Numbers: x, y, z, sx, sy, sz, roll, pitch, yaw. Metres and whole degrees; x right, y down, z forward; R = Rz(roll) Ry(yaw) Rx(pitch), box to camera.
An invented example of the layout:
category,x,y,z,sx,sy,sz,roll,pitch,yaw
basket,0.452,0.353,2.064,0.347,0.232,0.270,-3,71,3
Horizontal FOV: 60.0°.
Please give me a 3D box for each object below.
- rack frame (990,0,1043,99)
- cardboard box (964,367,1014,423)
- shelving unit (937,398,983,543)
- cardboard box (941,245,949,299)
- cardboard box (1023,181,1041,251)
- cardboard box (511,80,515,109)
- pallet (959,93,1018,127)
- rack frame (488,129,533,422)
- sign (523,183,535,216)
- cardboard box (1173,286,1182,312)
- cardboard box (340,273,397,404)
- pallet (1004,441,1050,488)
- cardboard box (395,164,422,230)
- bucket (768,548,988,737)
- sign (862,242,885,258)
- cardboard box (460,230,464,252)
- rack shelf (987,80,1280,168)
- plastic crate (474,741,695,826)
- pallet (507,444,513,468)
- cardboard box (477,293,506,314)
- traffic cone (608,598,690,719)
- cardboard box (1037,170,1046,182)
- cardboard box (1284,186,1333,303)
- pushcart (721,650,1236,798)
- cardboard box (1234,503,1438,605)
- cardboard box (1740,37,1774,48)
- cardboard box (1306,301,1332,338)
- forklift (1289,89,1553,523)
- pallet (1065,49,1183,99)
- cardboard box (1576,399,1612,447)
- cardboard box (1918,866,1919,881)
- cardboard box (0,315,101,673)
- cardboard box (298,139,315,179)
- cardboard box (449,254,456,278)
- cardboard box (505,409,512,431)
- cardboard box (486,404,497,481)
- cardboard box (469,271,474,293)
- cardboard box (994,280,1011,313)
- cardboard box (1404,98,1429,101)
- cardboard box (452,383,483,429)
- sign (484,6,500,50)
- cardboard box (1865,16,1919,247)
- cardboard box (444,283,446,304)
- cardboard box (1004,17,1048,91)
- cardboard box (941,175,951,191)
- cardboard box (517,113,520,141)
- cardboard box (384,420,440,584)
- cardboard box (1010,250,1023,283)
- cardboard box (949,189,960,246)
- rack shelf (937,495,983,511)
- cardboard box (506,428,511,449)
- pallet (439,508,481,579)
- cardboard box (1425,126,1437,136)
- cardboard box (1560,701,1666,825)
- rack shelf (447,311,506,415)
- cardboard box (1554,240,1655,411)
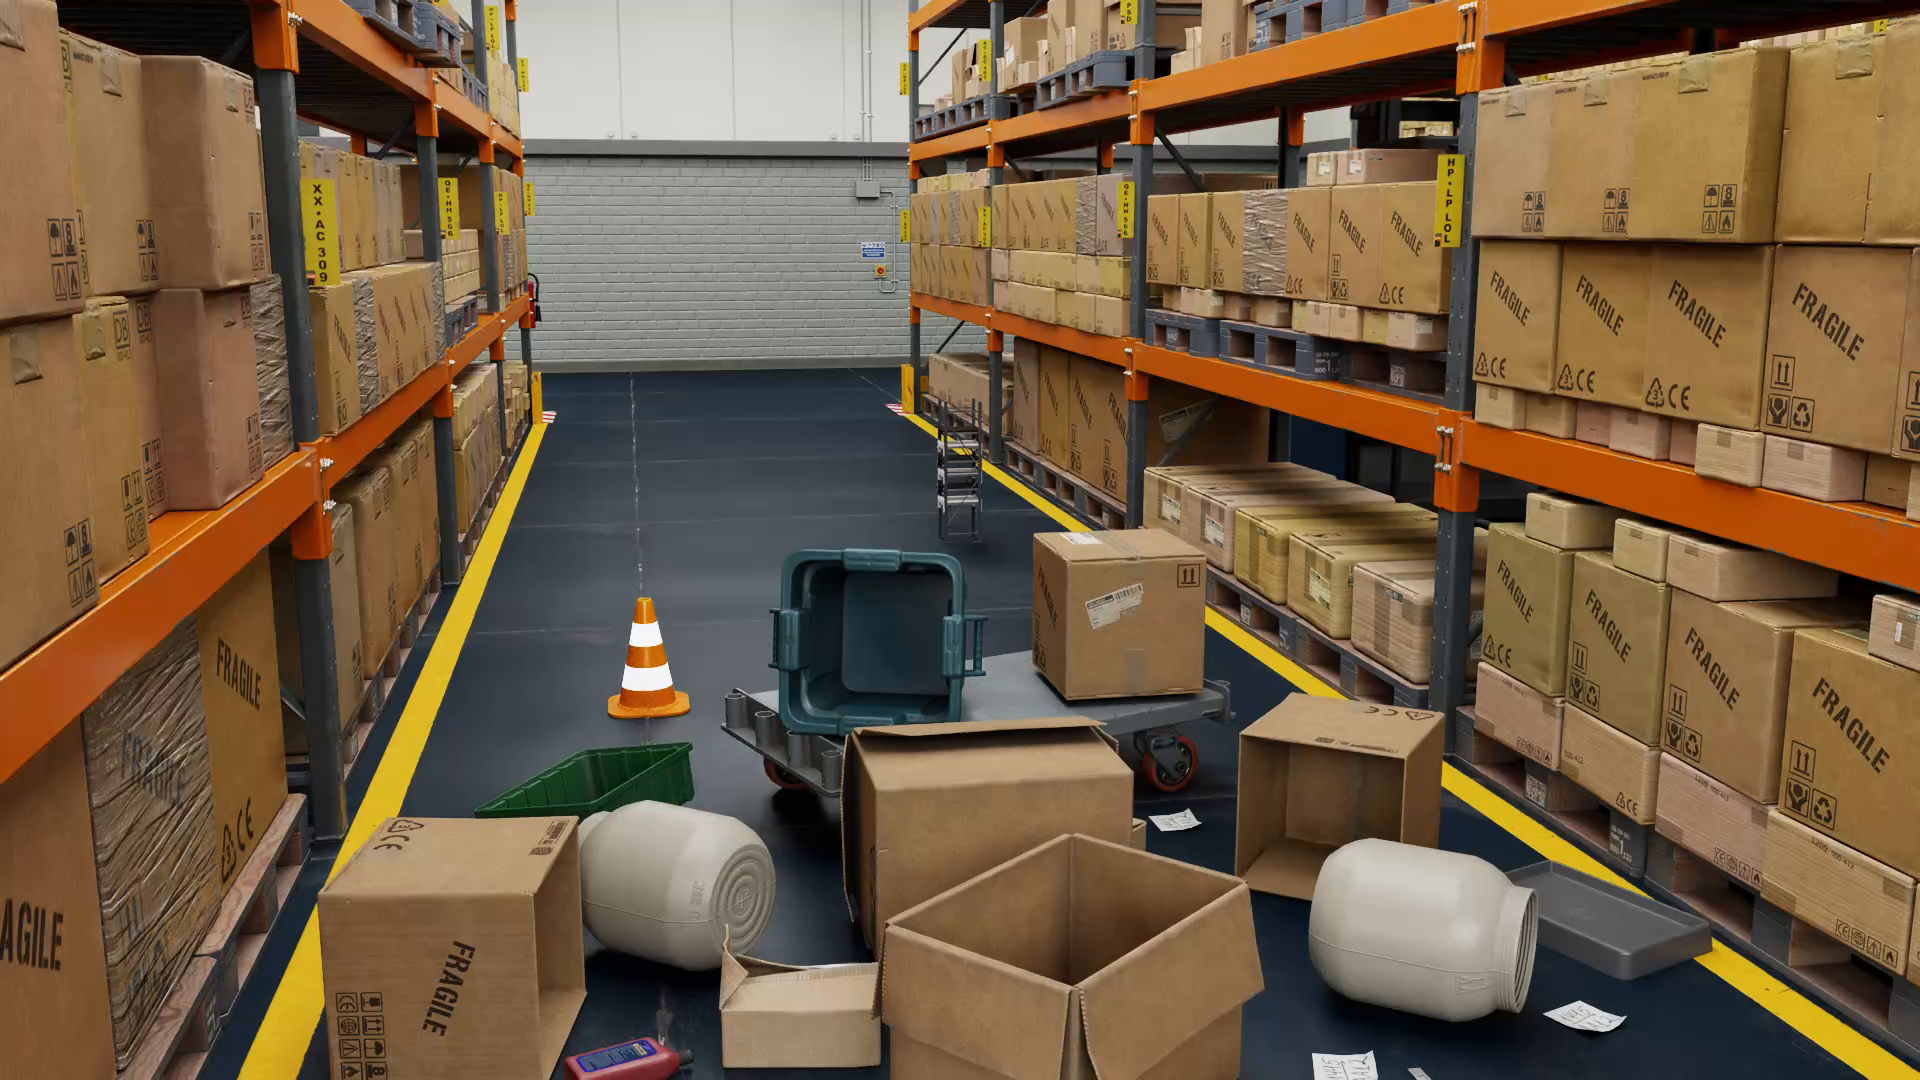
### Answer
category,x,y,z,sx,sy,sz,roll,pitch,yaw
rack frame,0.747,-5.085,13.343,1.000,3.000,0.127,-2,11,-11
cardboard box,0.555,-1.368,15.593,0.875,0.438,0.875,-2,11,-13
shelving unit,-0.002,-0.444,10.620,0.258,0.900,0.210,-2,11,-11
cardboard box,0.101,-2.545,15.777,0.500,0.500,0.500,-2,11,-9
cardboard box,0.772,-2.402,12.354,0.500,0.500,0.500,-2,11,-12
cardboard box,-4.427,-4.149,15.515,0.500,0.250,0.500,-2,11,-13
pallet,0.598,-3.718,14.423,1.003,0.211,1.213,-2,11,-11
rack frame,-4.867,-2.673,16.716,1.000,3.000,0.127,-2,11,-11
sign,-4.319,-3.413,16.665,0.100,0.325,0.005,-2,11,-11
cardboard box,1.428,-1.367,9.407,0.380,0.149,0.250,-3,11,-15
cardboard box,-2.565,-0.811,6.670,0.500,0.500,0.500,-2,11,-11
pallet,0.971,-0.629,13.436,1.003,0.211,1.213,-2,11,-11
cardboard box,-4.446,-2.702,13.132,0.500,0.500,0.500,-3,11,-13
bucket,-0.245,0.331,5.626,0.726,0.611,0.620,2,1,9
sign,-1.210,-4.047,23.212,0.327,0.218,0.001,-2,11,-11
cardboard box,-3.622,-2.058,11.442,0.380,0.149,0.250,-2,11,-13
rack shelf,1.136,-2.891,11.764,1.077,0.370,4.000,-2,11,-11
plastic crate,-1.214,0.866,5.493,0.450,0.188,0.662,-7,8,20
pallet,-4.254,-0.691,13.762,1.003,0.211,1.213,-2,11,-11
cardboard box,-3.823,-1.879,13.220,0.380,0.149,0.250,-2,11,-9
traffic cone,-1.313,0.474,6.970,0.336,0.463,0.334,-2,11,-11
cardboard box,0.874,-3.110,14.339,0.380,0.149,0.250,-2,11,-10
cardboard box,1.796,-1.334,7.496,0.500,0.500,0.500,-2,11,-9
pushcart,0.076,0.710,5.957,1.648,0.377,0.936,-6,13,-31
cardboard box,1.918,0.059,8.269,0.950,0.372,0.625,-2,11,-9
cardboard box,5.835,-3.571,11.953,0.380,0.149,0.250,-2,11,-12
cardboard box,1.760,-0.979,7.367,0.380,0.149,0.250,-2,11,-11
forklift,3.108,-1.429,10.363,1.130,2.935,3.031,-2,11,-10
pallet,1.348,-2.901,10.397,1.213,0.211,1.003,-2,11,-8
cardboard box,2.231,-0.385,5.371,0.380,0.149,0.250,-2,11,-11
cardboard box,2.564,0.606,3.713,0.500,0.500,0.500,-2,11,-9
cardboard box,-1.986,-0.086,2.722,0.875,0.550,0.550,-2,11,-11
cardboard box,-2.737,-1.197,6.022,0.700,0.500,0.500,-2,11,-12
cardboard box,-3.460,-1.766,10.708,0.380,0.149,0.250,-2,11,-12
cardboard box,-3.846,-0.969,13.471,0.380,0.149,0.250,-2,11,-8
cardboard box,-3.599,-0.697,11.896,0.500,0.500,0.500,-2,11,-12
cardboard box,-3.720,-1.863,12.010,0.380,0.149,0.250,-2,11,-11
cardboard box,0.573,-1.974,13.444,0.500,0.250,0.500,-2,11,-12
cardboard box,4.869,-4.568,16.919,0.500,0.250,0.500,-2,11,-12
cardboard box,-3.390,-0.872,10.810,0.500,0.250,0.500,-2,11,-11
sign,-3.545,-3.881,12.605,0.100,0.325,0.005,-2,11,-11
cardboard box,2.476,-0.892,3.622,0.700,0.500,0.500,-2,11,-12
cardboard box,-3.305,-1.476,9.979,0.380,0.149,0.250,-2,11,-8
cardboard box,0.634,-3.694,12.671,0.500,0.500,0.500,-2,11,-12
cardboard box,0.027,-3.369,15.698,0.380,0.149,0.250,-2,11,-12
cardboard box,-4.519,-3.999,16.062,0.500,0.250,0.500,-2,11,-12
cardboard box,-3.281,-0.192,8.574,1.050,0.750,0.750,-2,11,-12
cardboard box,0.685,-2.124,12.897,0.500,0.250,0.500,-2,11,-10
cardboard box,0.185,-2.941,15.183,0.500,0.500,0.500,-2,11,-10
rack shelf,-0.002,-0.234,10.660,0.258,0.077,0.200,-2,11,-11
cardboard box,-3.845,-0.823,13.501,0.380,0.149,0.250,-3,11,-13
pallet,-3.462,0.021,10.021,1.003,0.211,1.213,-2,11,-11
cardboard box,4.874,-4.051,16.606,0.380,0.149,0.250,-2,11,-11
cardboard box,2.268,0.690,5.281,0.500,0.250,0.500,-1,11,-8
rack shelf,-3.700,-1.219,11.001,1.077,0.370,4.000,-2,11,-11
cardboard box,2.235,-0.683,5.202,0.500,0.500,0.500,-2,11,-11
